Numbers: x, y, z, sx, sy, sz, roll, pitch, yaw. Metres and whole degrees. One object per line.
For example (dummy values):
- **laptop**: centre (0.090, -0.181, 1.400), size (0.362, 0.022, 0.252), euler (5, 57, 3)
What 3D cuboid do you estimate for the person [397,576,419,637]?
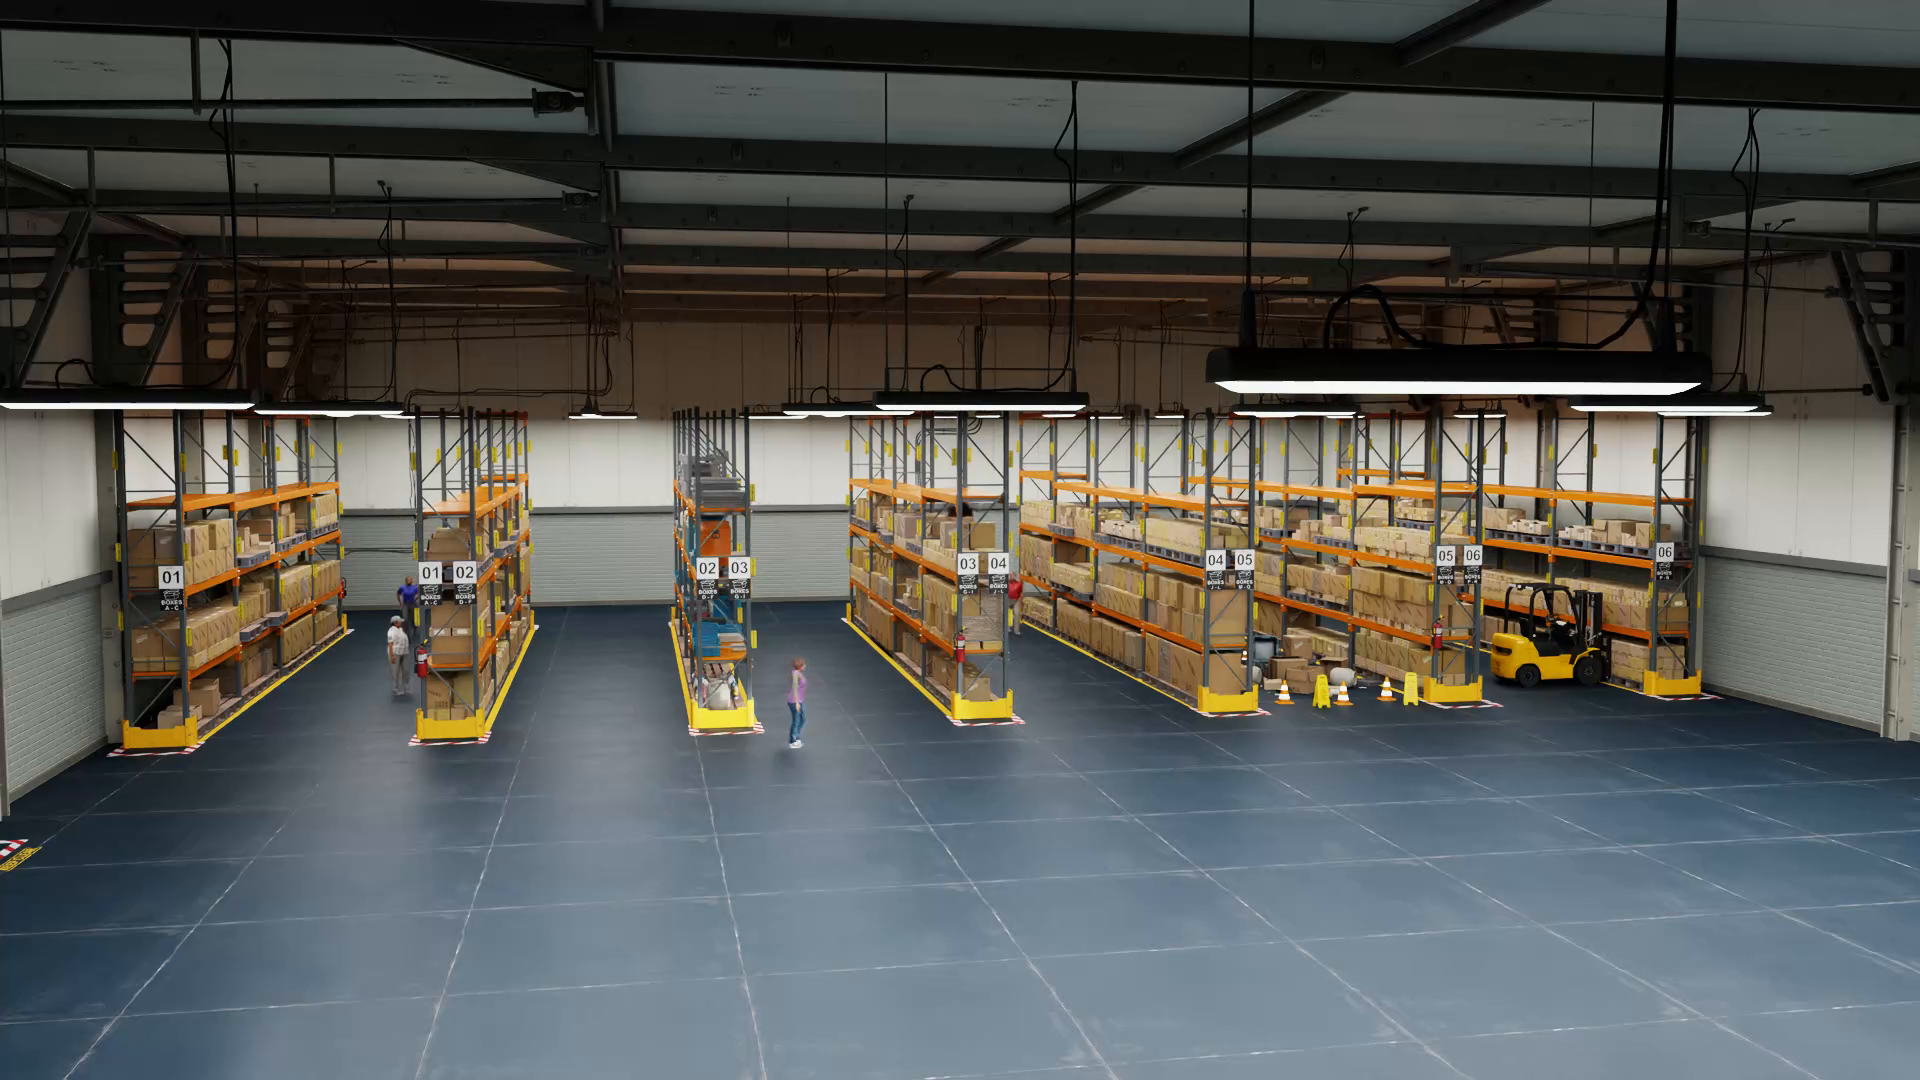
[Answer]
- **person**: centre (-14.653, 1.799, 44.210), size (0.610, 1.674, 0.744), euler (0, 4, -7)

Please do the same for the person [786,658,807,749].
- **person**: centre (-2.890, 2.872, 29.236), size (0.342, 1.620, 0.546), euler (0, 4, 4)

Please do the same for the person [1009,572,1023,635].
- **person**: centre (1.422, 1.703, 44.682), size (0.587, 1.681, 1.021), euler (0, 4, -6)

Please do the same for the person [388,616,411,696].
- **person**: centre (-11.788, 2.430, 34.961), size (0.396, 1.695, 0.566), euler (2, 5, 31)
